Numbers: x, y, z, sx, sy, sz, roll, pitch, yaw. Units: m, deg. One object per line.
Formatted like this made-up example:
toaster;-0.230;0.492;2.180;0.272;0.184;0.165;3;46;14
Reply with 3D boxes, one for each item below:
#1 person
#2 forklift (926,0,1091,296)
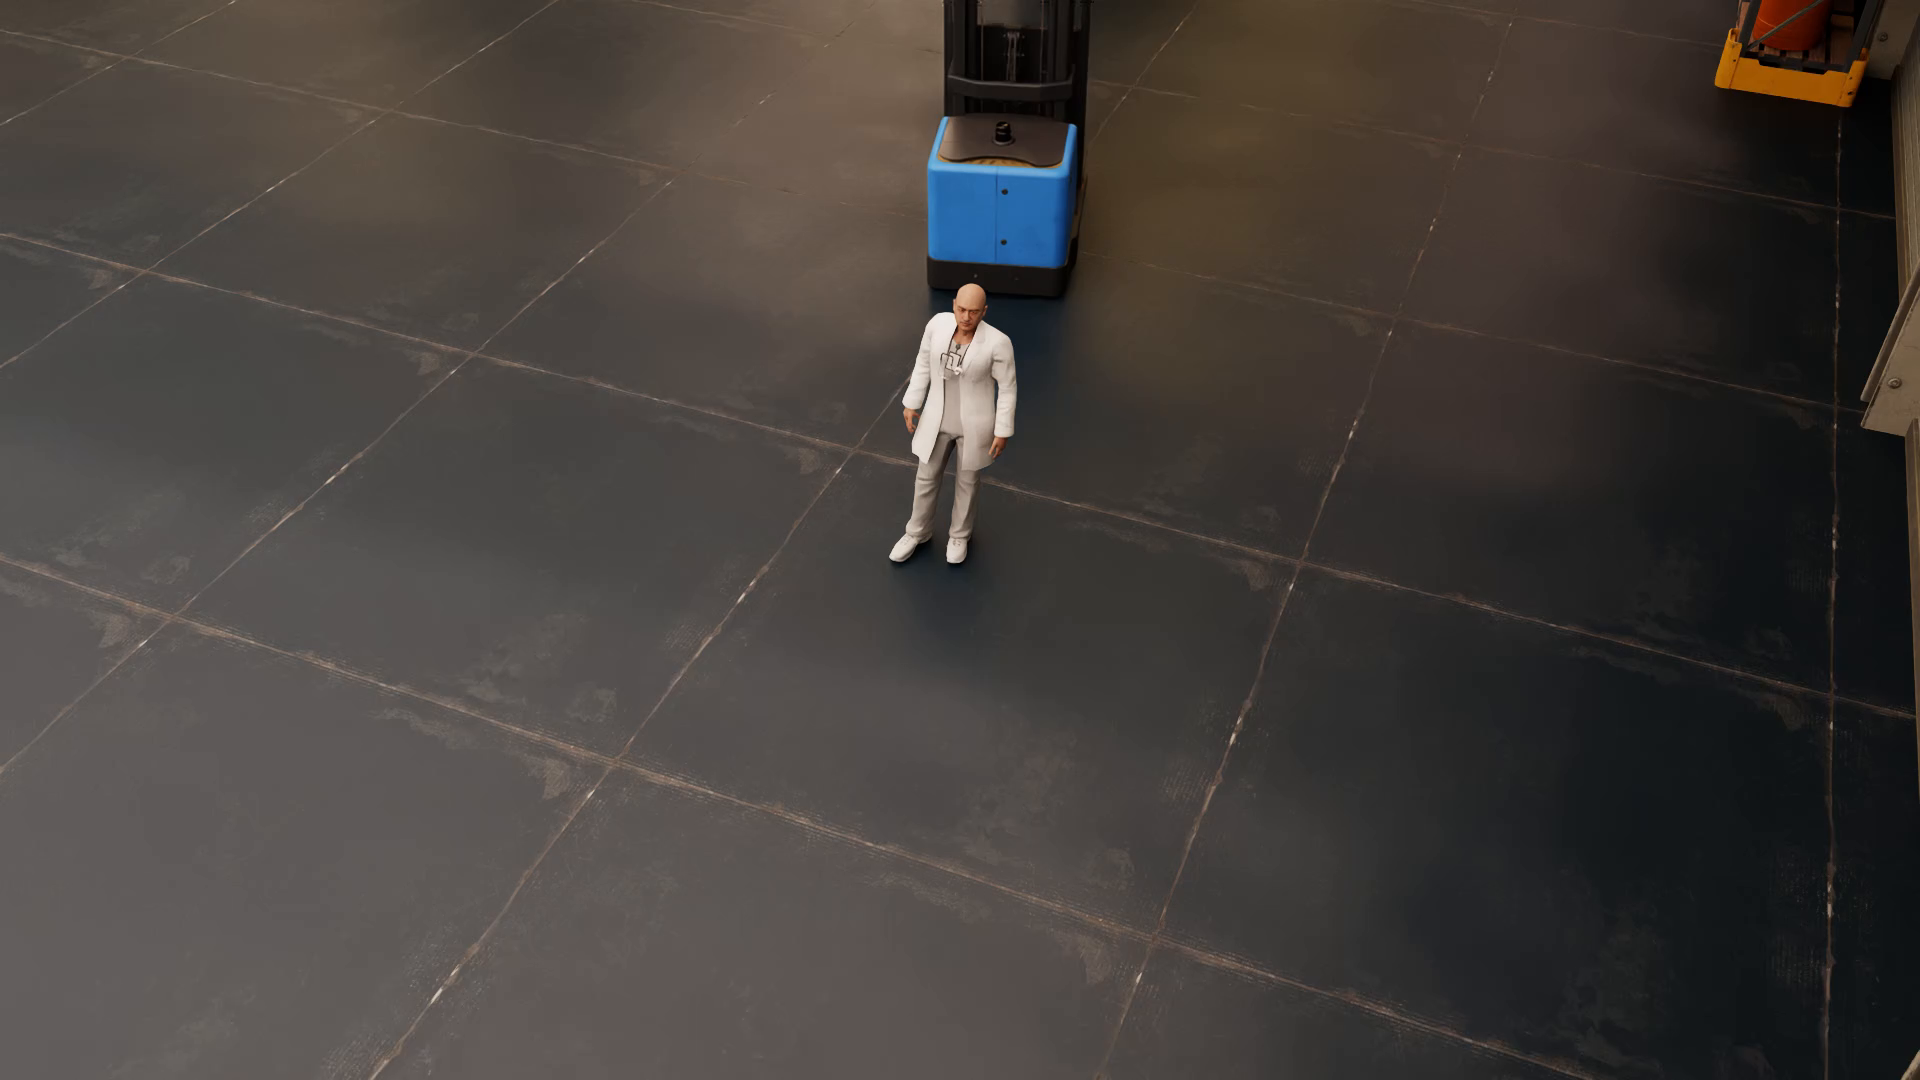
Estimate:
person;-0.038;-0.634;9.650;0.698;1.778;0.578;15;42;17
forklift;0.455;-3.874;12.635;1.130;2.935;3.031;5;40;6
